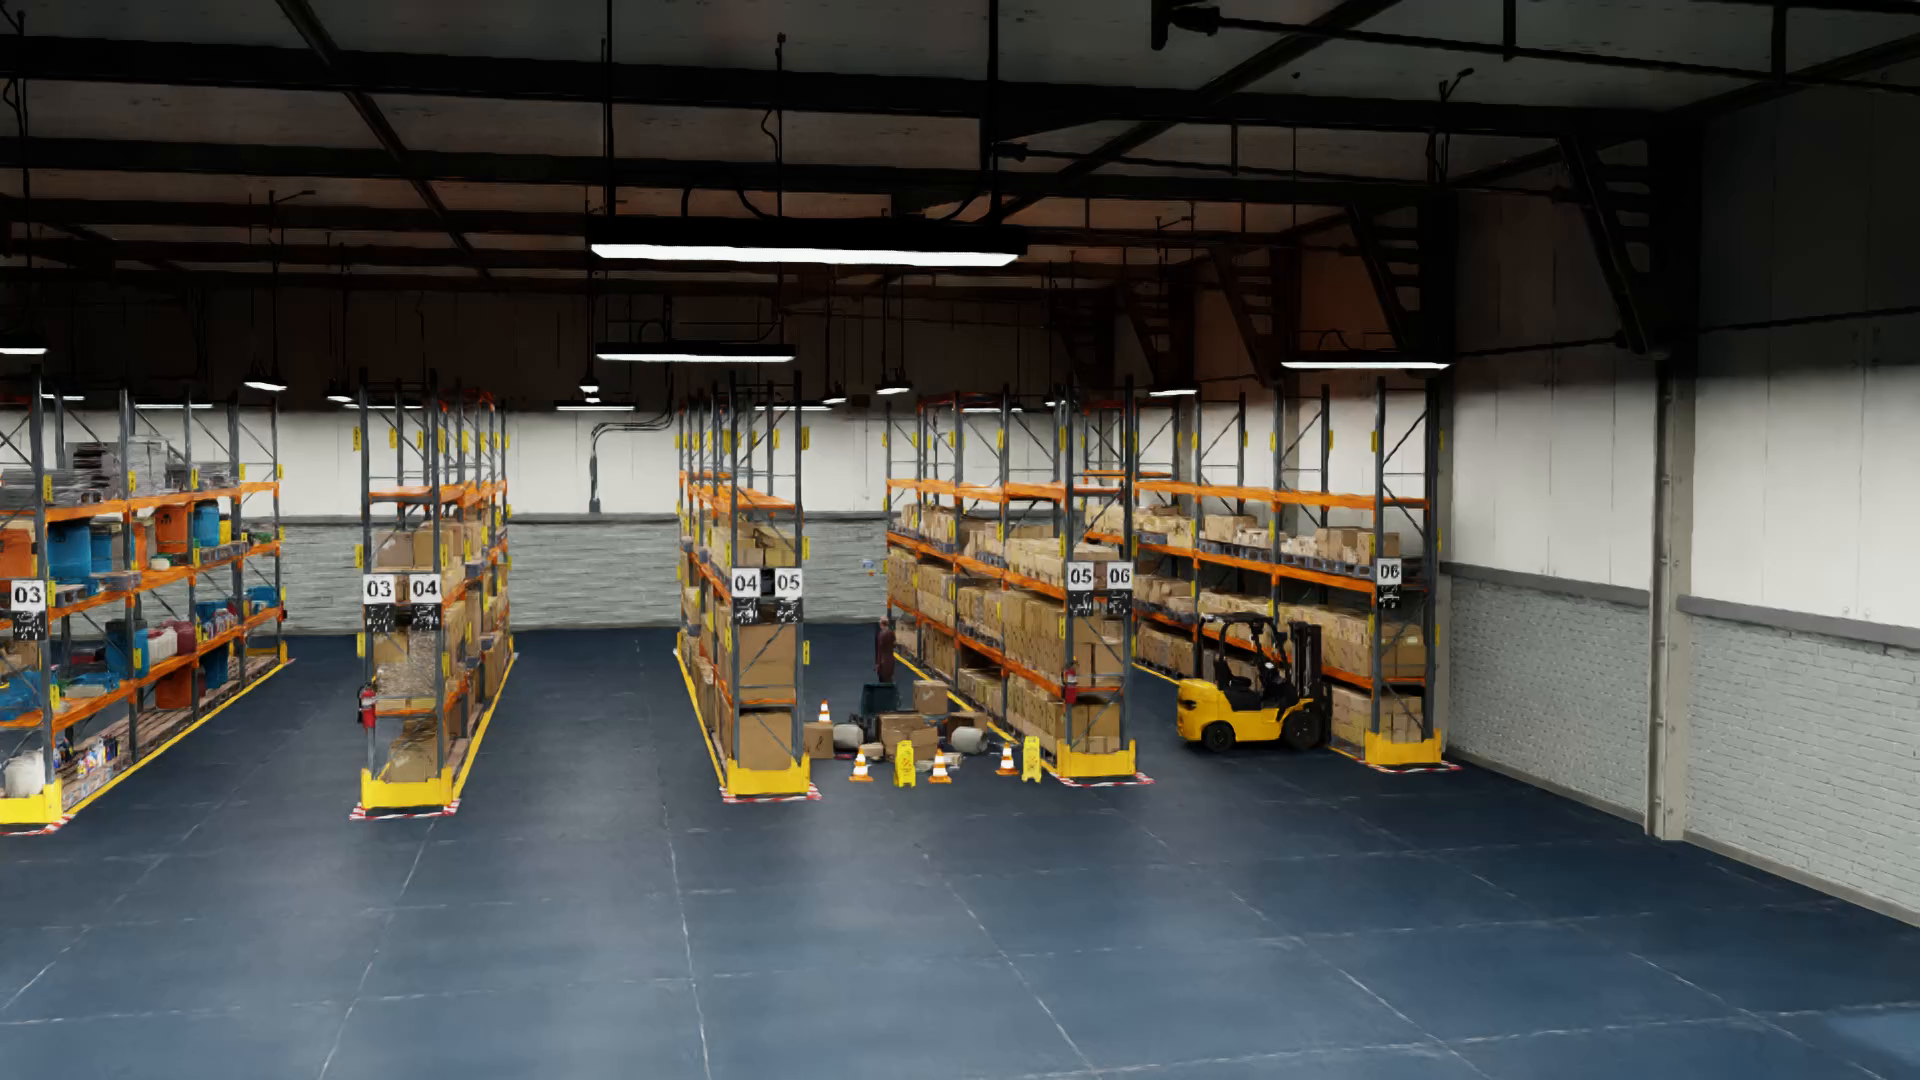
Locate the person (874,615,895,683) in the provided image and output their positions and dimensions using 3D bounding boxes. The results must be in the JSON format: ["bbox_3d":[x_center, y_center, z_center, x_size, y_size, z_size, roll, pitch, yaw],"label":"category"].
[{"bbox_3d":[-1.430,2.268,30.699,0.637,1.775,0.676,1,4,16],"label":"person"}]

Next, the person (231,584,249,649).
[{"bbox_3d":[-17.304,1.817,39.961,0.639,1.632,0.512,-1,3,-13],"label":"person"}]
